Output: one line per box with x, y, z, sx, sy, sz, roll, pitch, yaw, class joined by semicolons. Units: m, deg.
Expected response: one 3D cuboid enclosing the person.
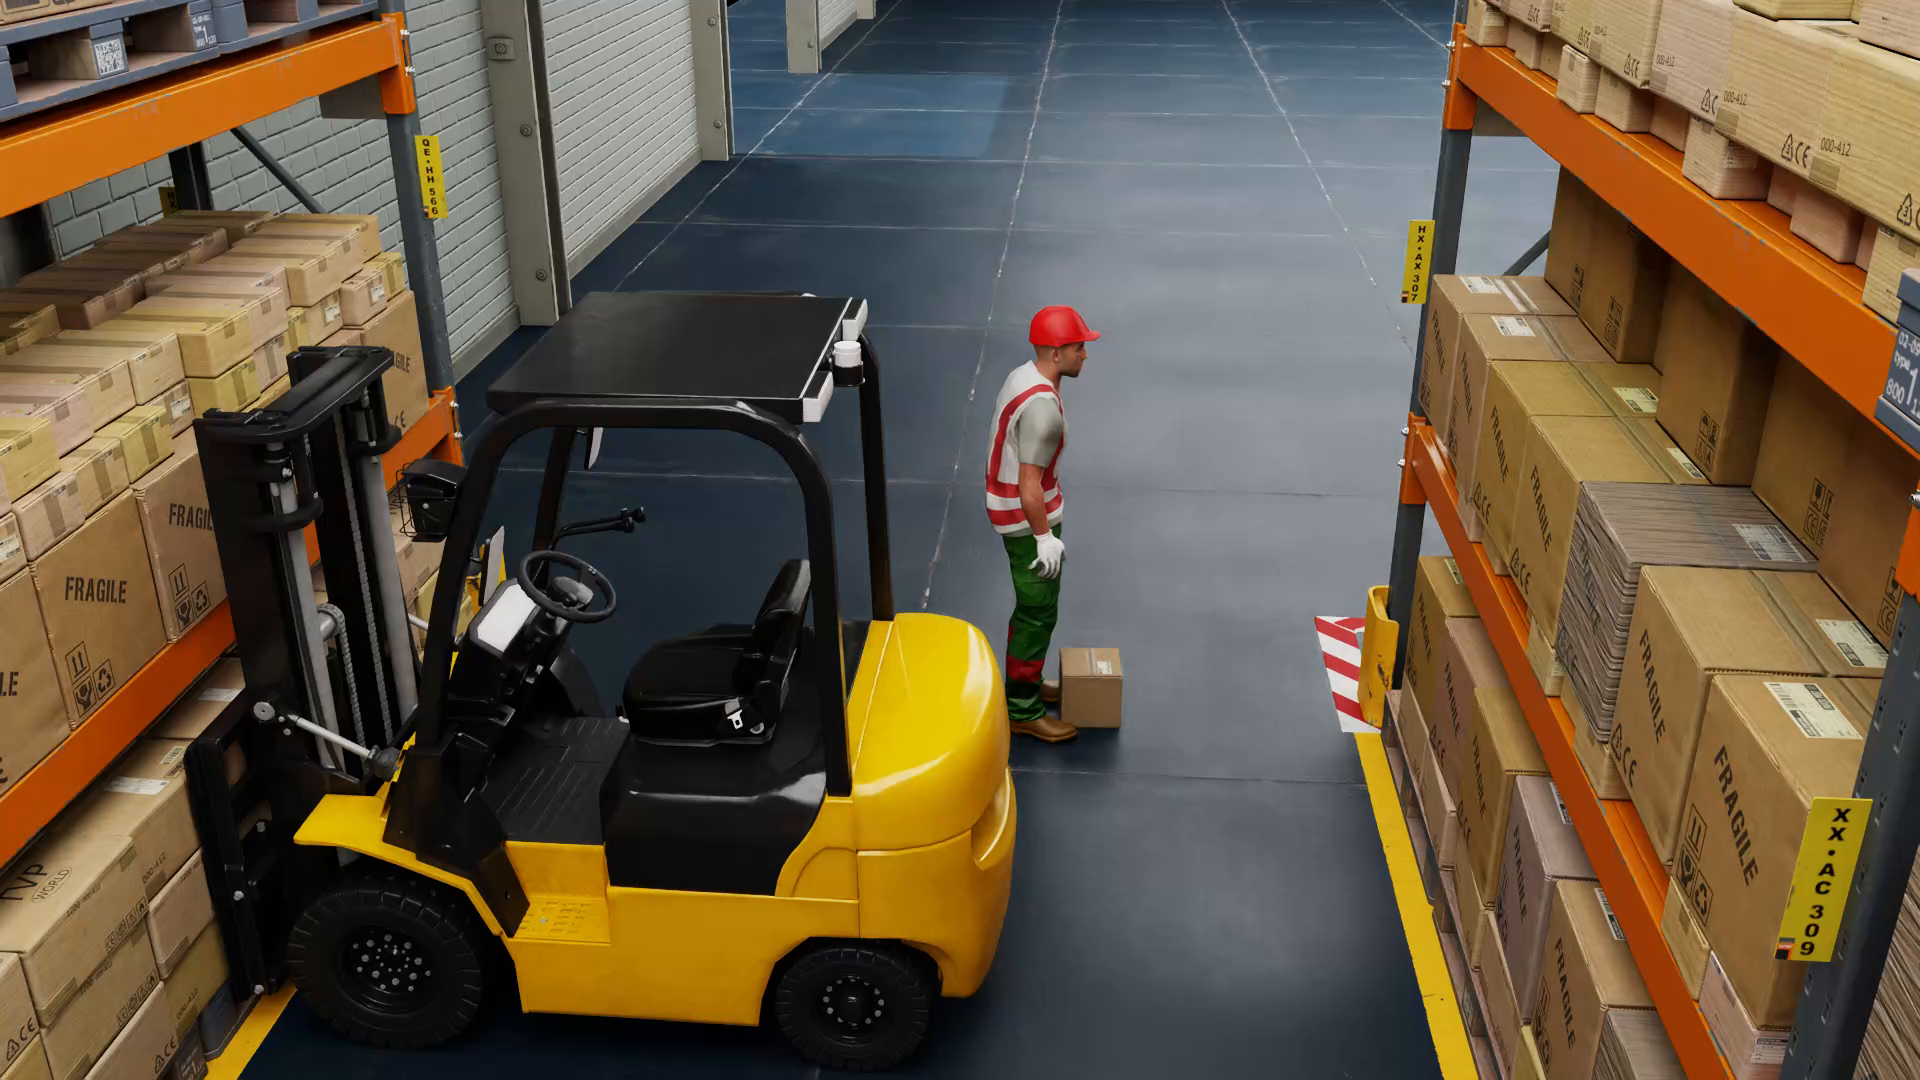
0.326;-0.084;6.772;0.448;1.780;0.620;0;24;1;person
